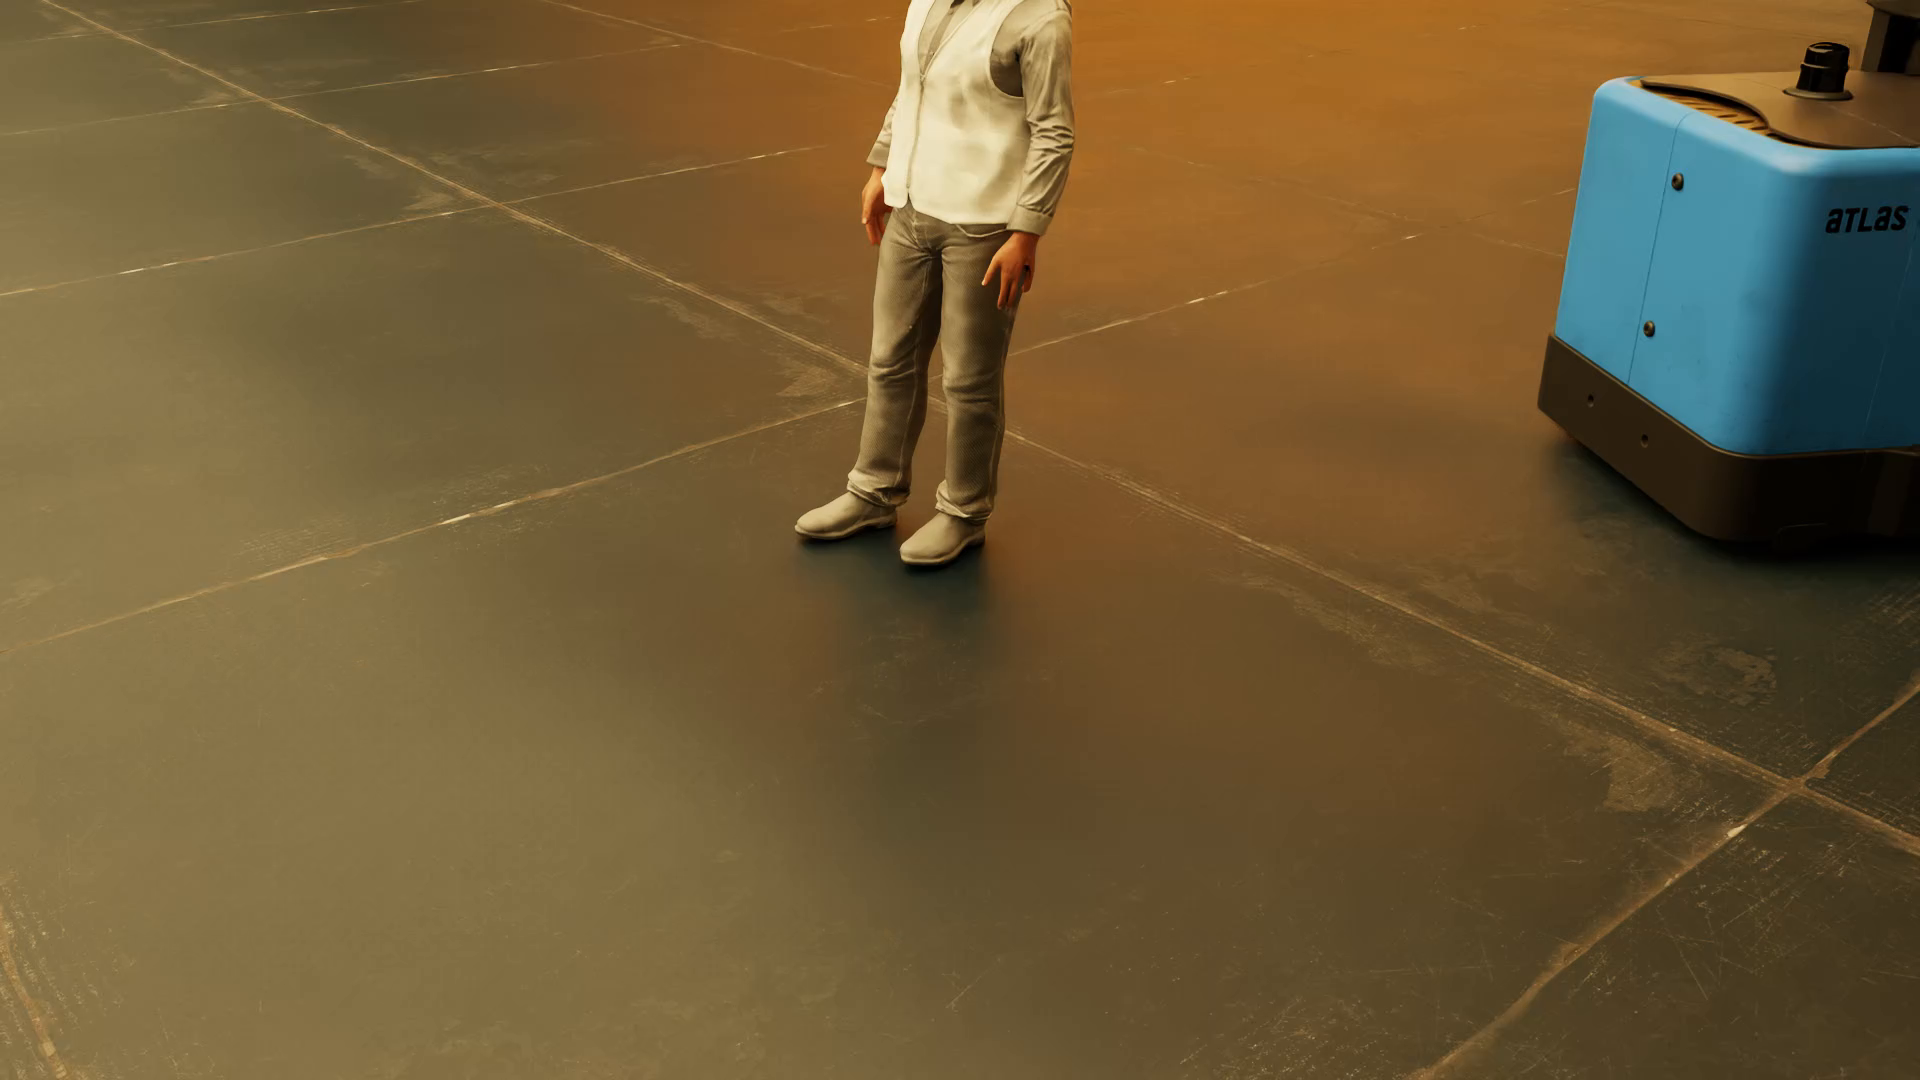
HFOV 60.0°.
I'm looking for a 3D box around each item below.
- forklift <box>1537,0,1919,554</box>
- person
[{"bbox_3d":[3.359,-1.571,4.370,3.031,2.935,1.130,-4,27,-8],"label":"forklift"},{"bbox_3d":[-0.053,-0.786,4.074,0.568,1.773,0.632,-20,33,-35],"label":"person"}]
